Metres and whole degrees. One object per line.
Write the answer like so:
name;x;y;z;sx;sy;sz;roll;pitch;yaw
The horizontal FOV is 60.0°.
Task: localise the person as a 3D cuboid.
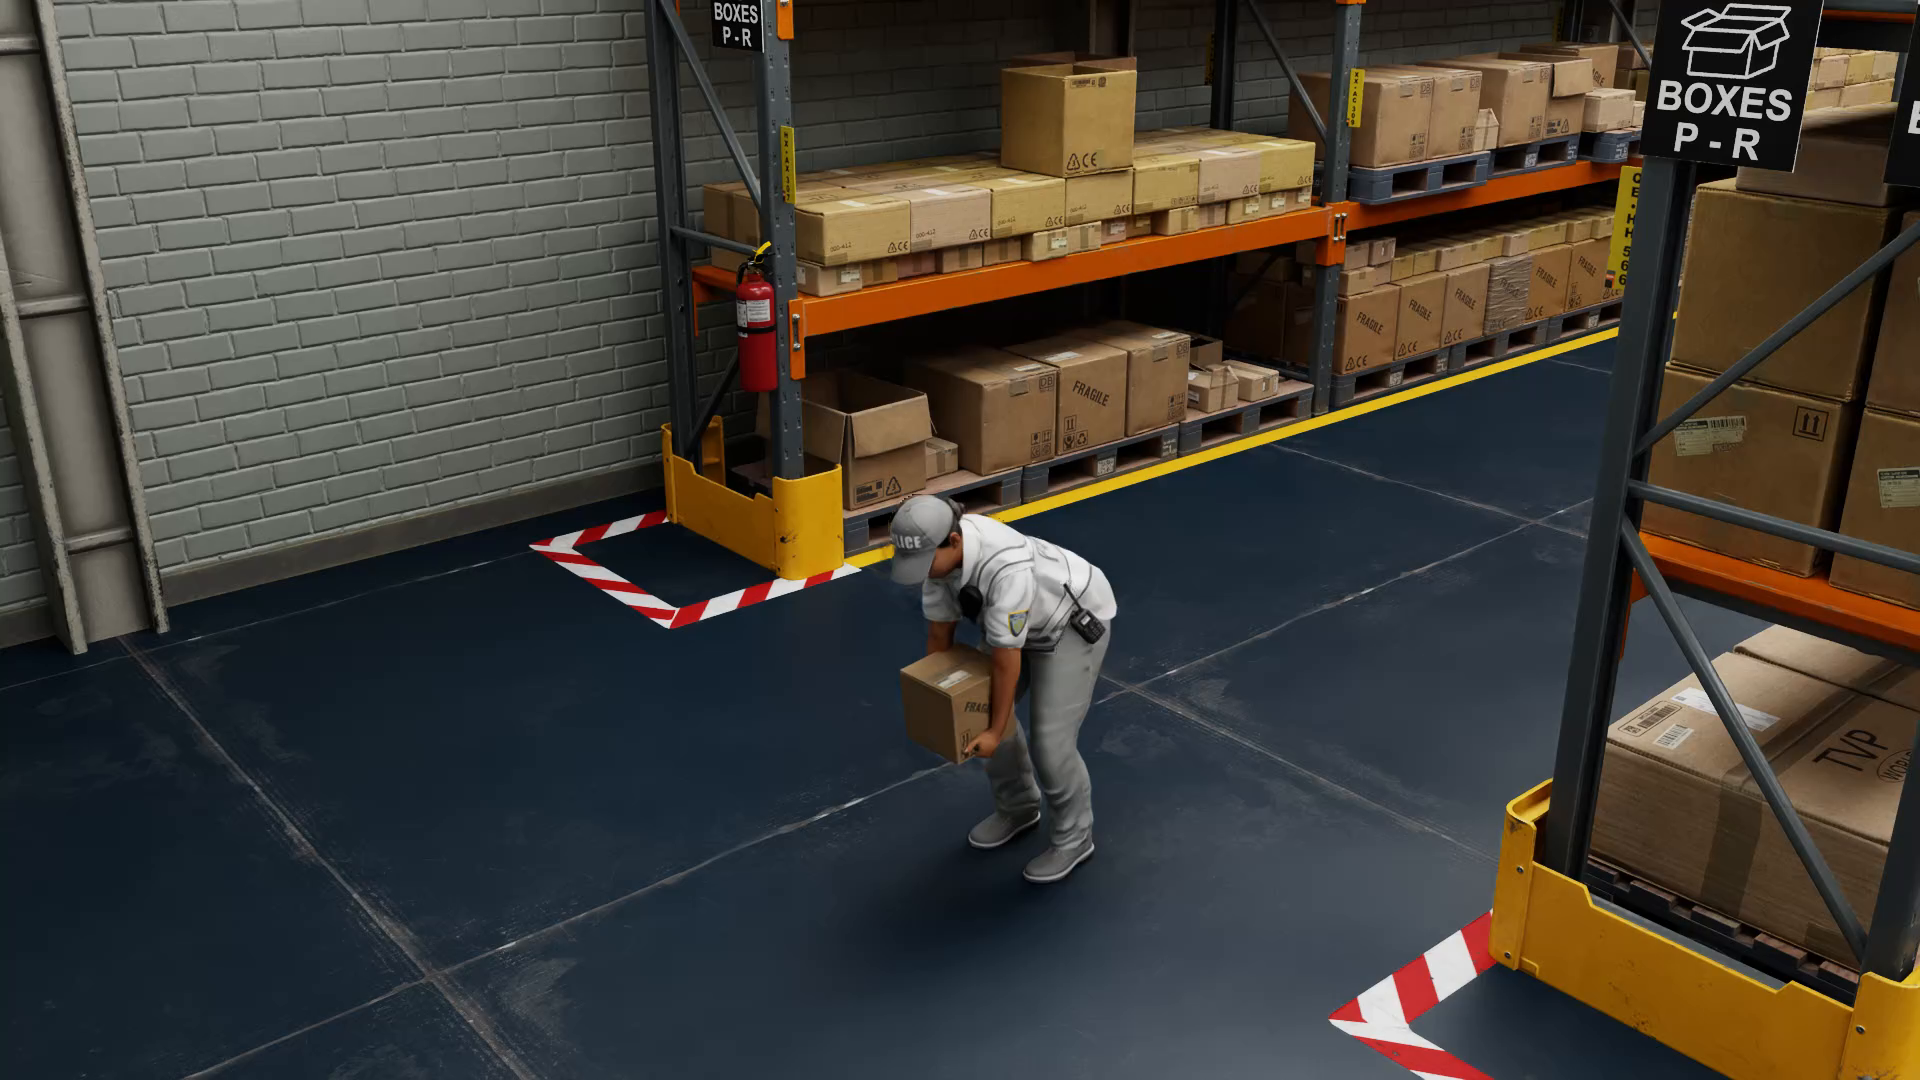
person;0.112;0.451;5.305;0.848;1.390;0.457;-18;27;-39
